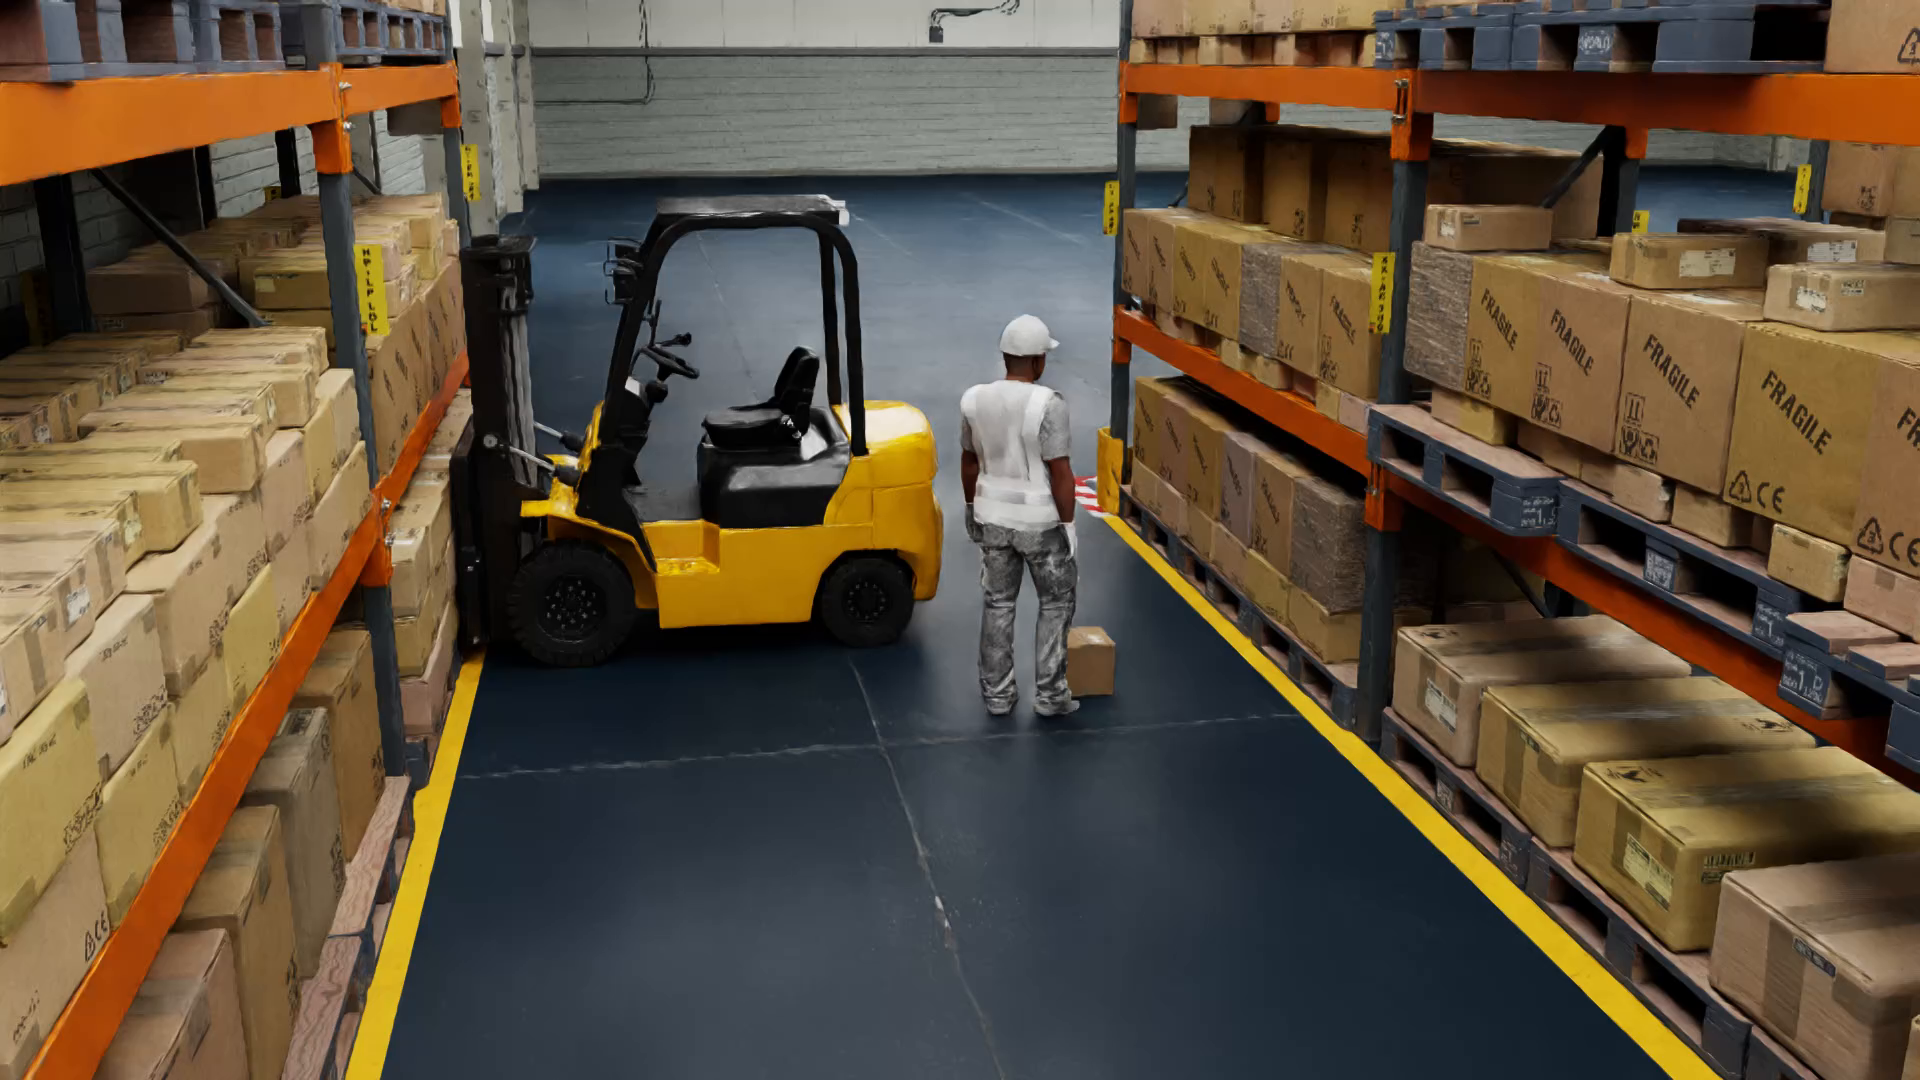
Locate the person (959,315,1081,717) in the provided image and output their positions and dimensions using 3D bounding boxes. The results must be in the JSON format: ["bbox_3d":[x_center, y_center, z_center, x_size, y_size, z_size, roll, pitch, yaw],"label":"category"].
[{"bbox_3d":[0.278,-0.076,7.296,0.631,1.834,0.453,10,19,30],"label":"person"}]
